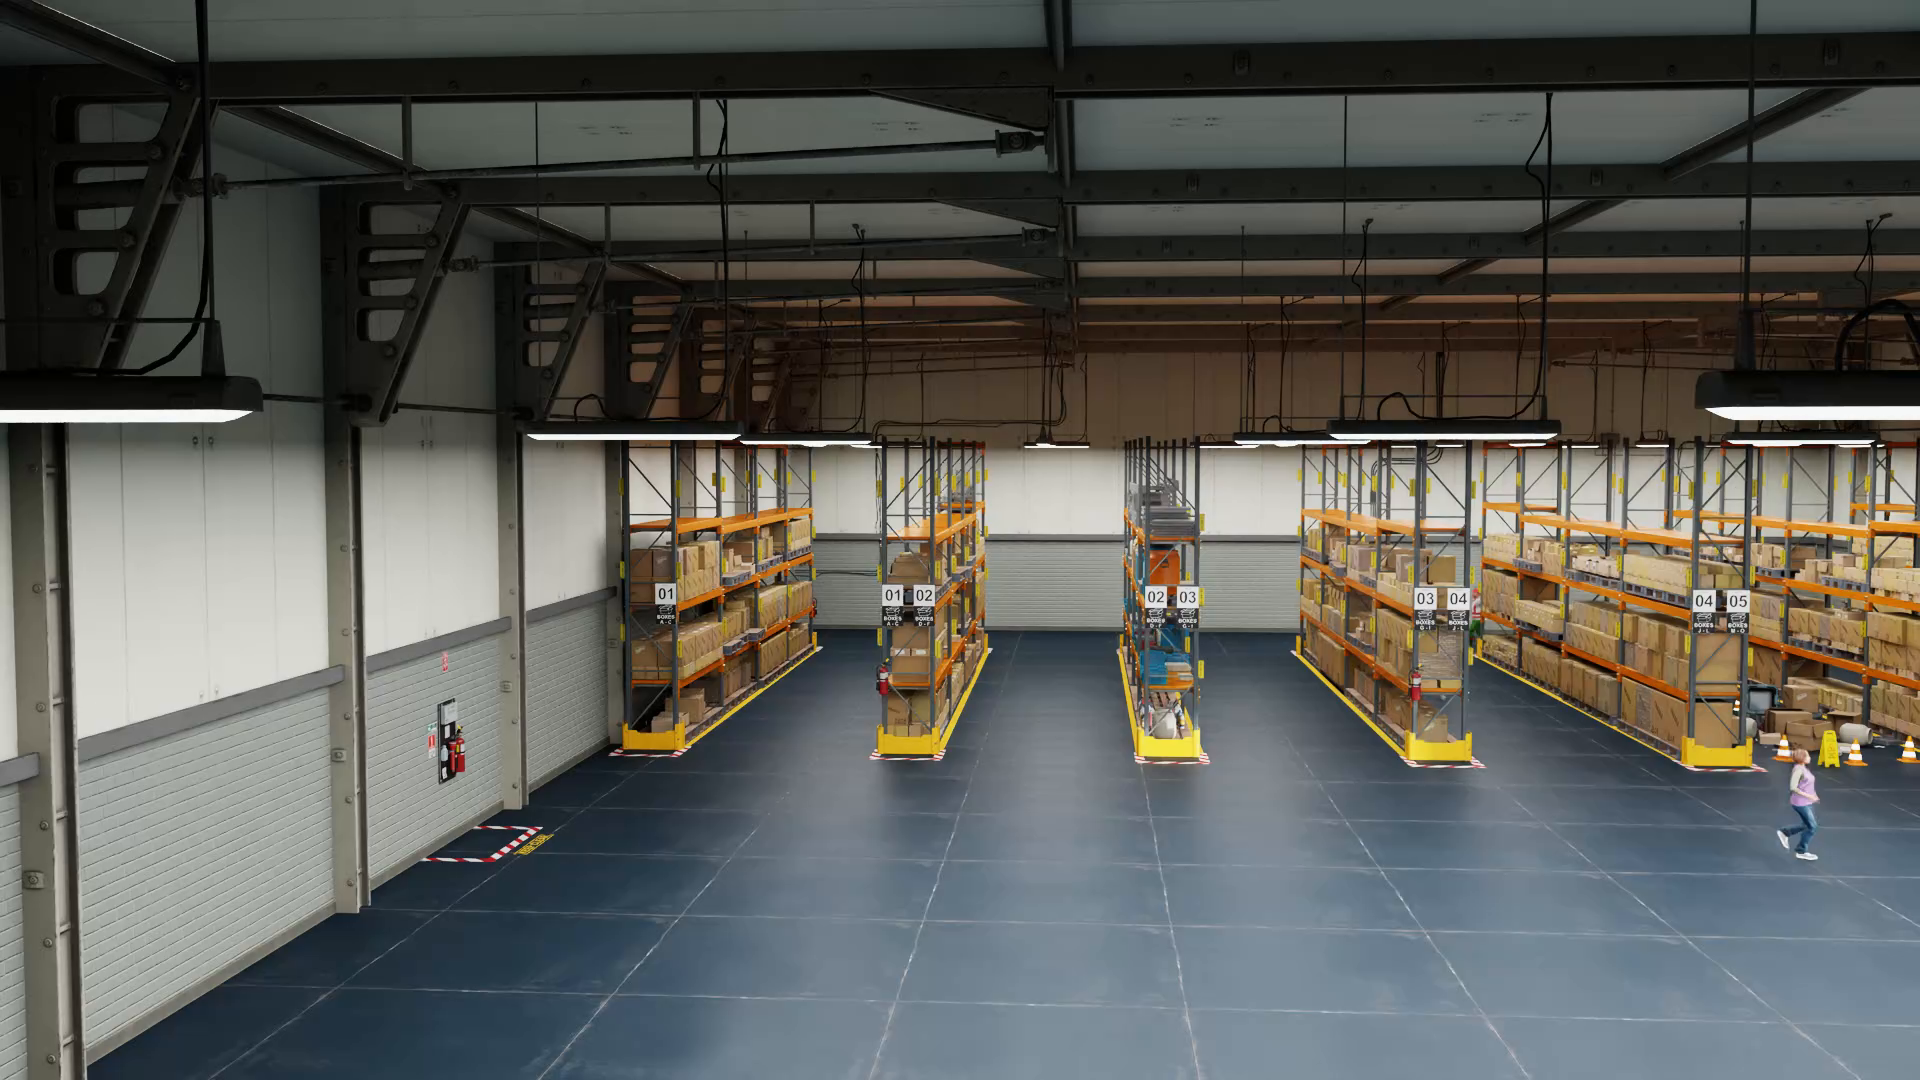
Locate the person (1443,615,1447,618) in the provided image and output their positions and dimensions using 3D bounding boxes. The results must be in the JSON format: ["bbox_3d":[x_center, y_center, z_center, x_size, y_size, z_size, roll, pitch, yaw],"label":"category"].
[{"bbox_3d":[13.165,2.613,44.875,0.556,1.440,0.758,1,3,12],"label":"person"}]

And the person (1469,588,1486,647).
[{"bbox_3d":[14.808,2.291,47.592,0.852,1.826,0.711,0,3,-1],"label":"person"}]

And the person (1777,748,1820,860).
[{"bbox_3d":[11.778,3.703,23.349,0.565,1.528,0.534,2,4,36],"label":"person"}]

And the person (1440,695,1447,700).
[{"bbox_3d":[11.227,2.764,38.667,0.624,1.801,0.975,0,3,1],"label":"person"}]
